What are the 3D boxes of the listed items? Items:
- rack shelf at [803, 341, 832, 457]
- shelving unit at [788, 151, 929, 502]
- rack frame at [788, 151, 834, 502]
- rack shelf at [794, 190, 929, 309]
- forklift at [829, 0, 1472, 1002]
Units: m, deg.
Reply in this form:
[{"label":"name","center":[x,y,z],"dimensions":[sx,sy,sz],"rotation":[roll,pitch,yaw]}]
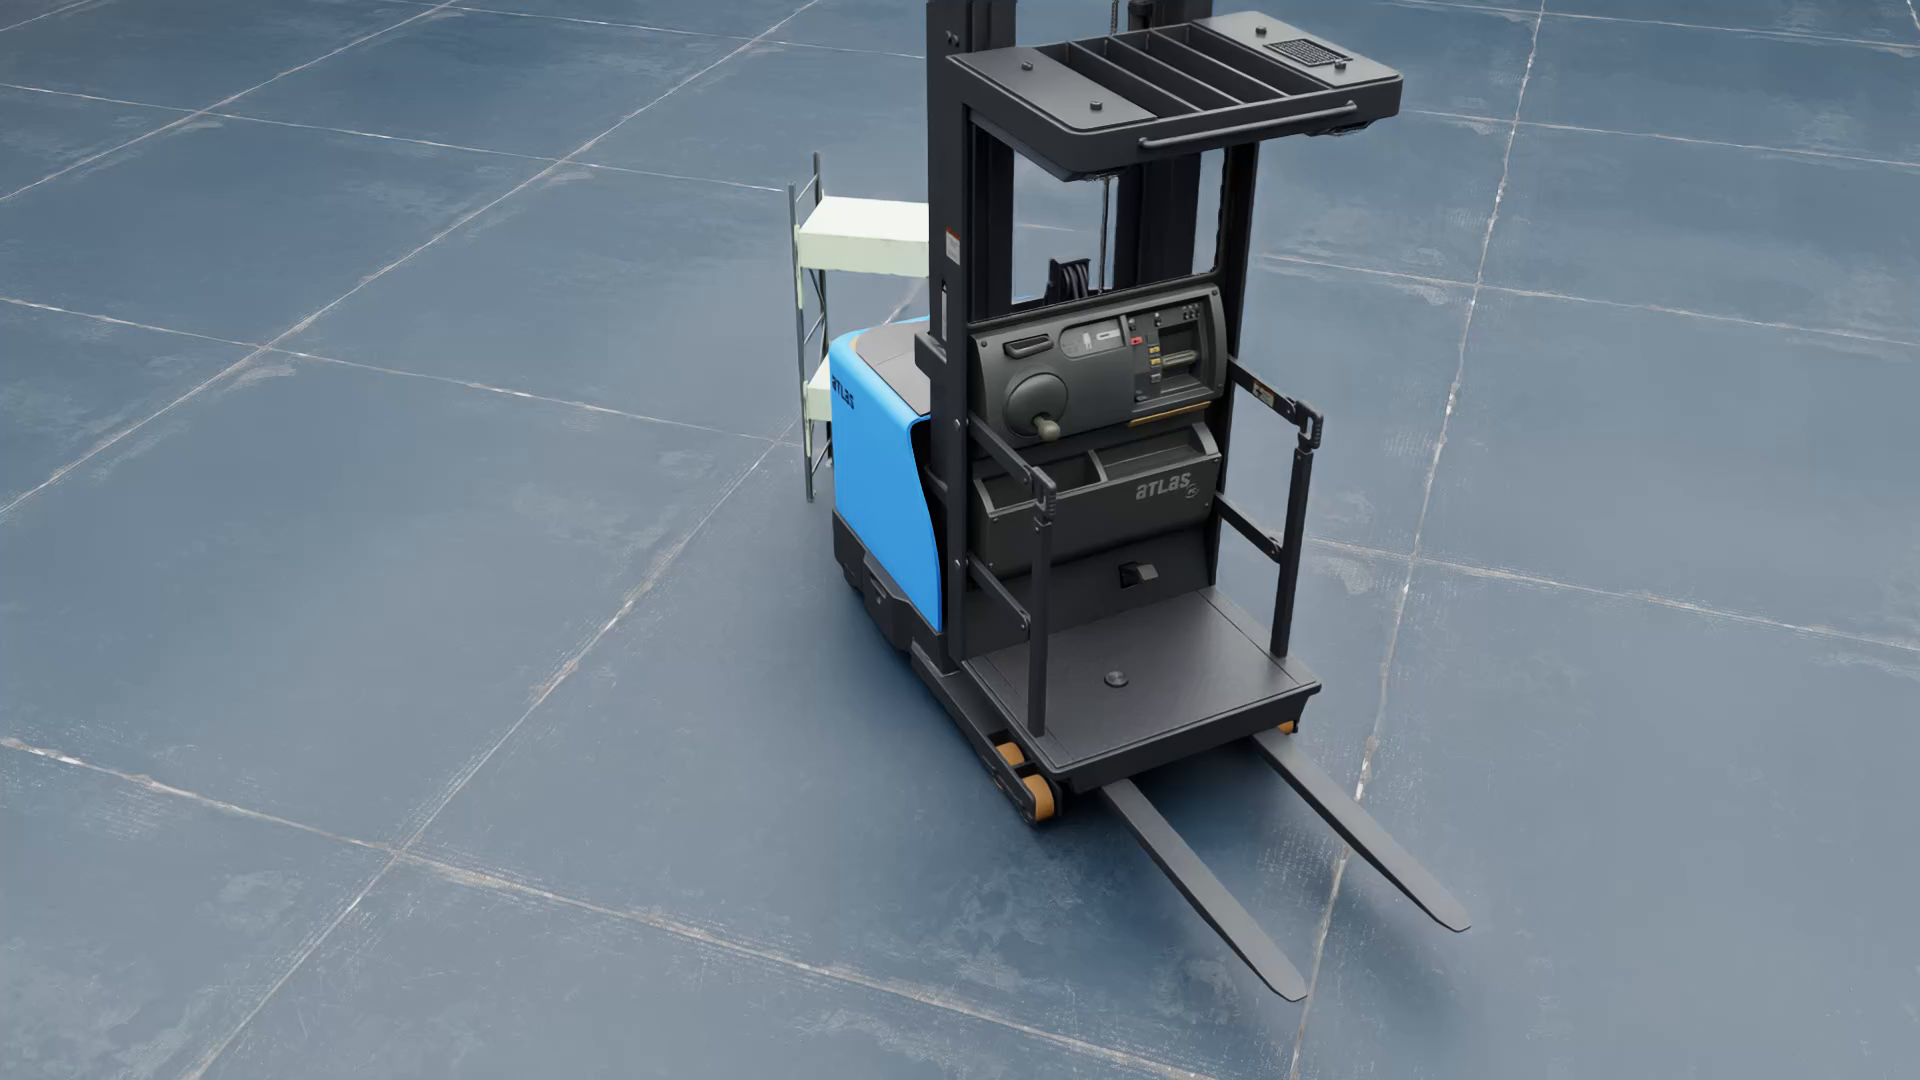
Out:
[{"label":"rack shelf","center":[-0.285,-0.597,7.393],"dimensions":[0.720,0.370,0.431],"rotation":[6,33,10]},{"label":"shelving unit","center":[-0.285,-0.871,7.217],"dimensions":[0.755,1.500,0.431],"rotation":[6,33,10]},{"label":"rack frame","center":[-0.644,-0.910,7.277],"dimensions":[0.023,1.500,0.400],"rotation":[6,33,10]},{"label":"rack shelf","center":[-0.285,-1.199,7.005],"dimensions":[0.720,0.370,0.431],"rotation":[6,33,10]},{"label":"forklift","center":[0.578,-0.531,5.370],"dimensions":[1.130,2.935,3.031],"rotation":[-15,36,-22]}]
